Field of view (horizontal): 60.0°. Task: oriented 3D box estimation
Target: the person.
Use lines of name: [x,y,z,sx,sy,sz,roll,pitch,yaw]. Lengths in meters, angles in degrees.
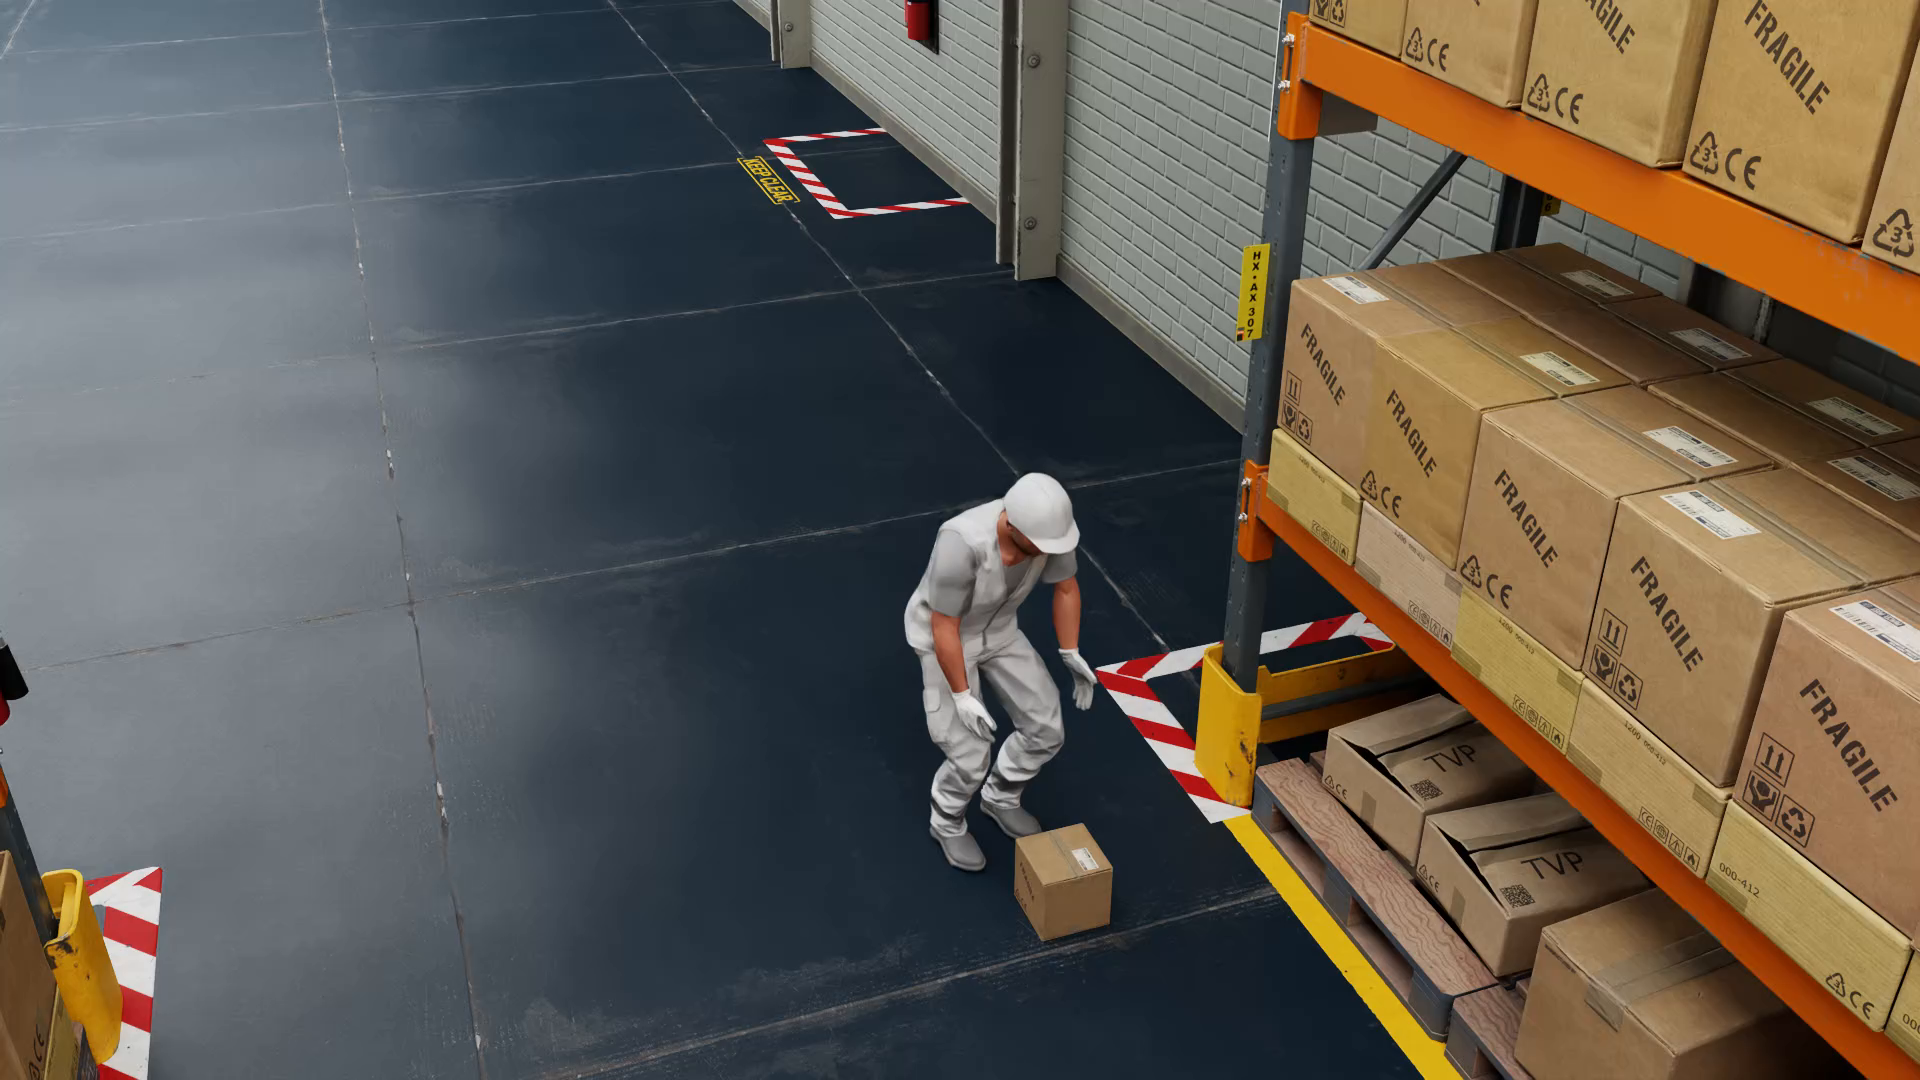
person: [0.137,0.400,5.638,0.577,1.555,0.667,-18,34,-28]
